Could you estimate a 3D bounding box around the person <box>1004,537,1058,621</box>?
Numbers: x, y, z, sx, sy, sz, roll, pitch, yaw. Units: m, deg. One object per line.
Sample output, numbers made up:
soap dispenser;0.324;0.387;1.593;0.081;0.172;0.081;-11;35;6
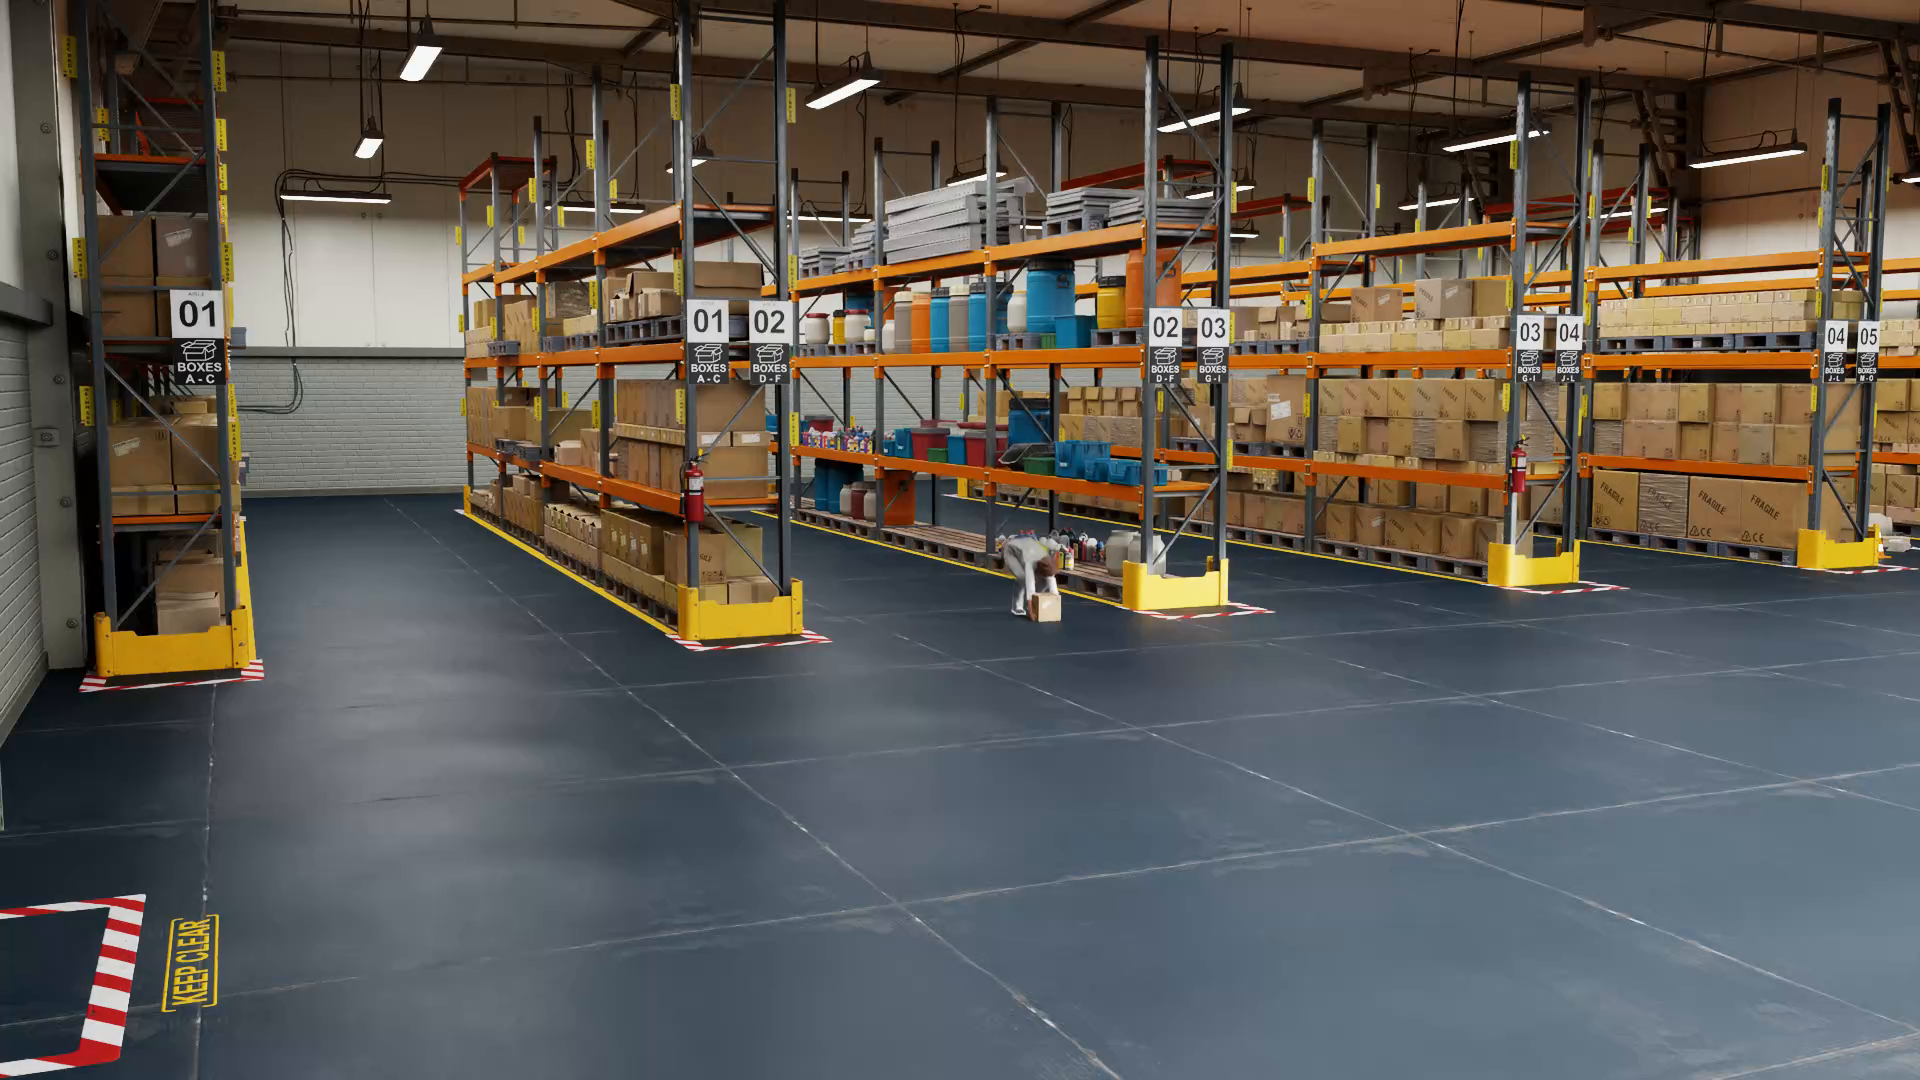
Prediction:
person;0.760;0.392;17.295;0.428;0.816;0.862;-3;6;-26
